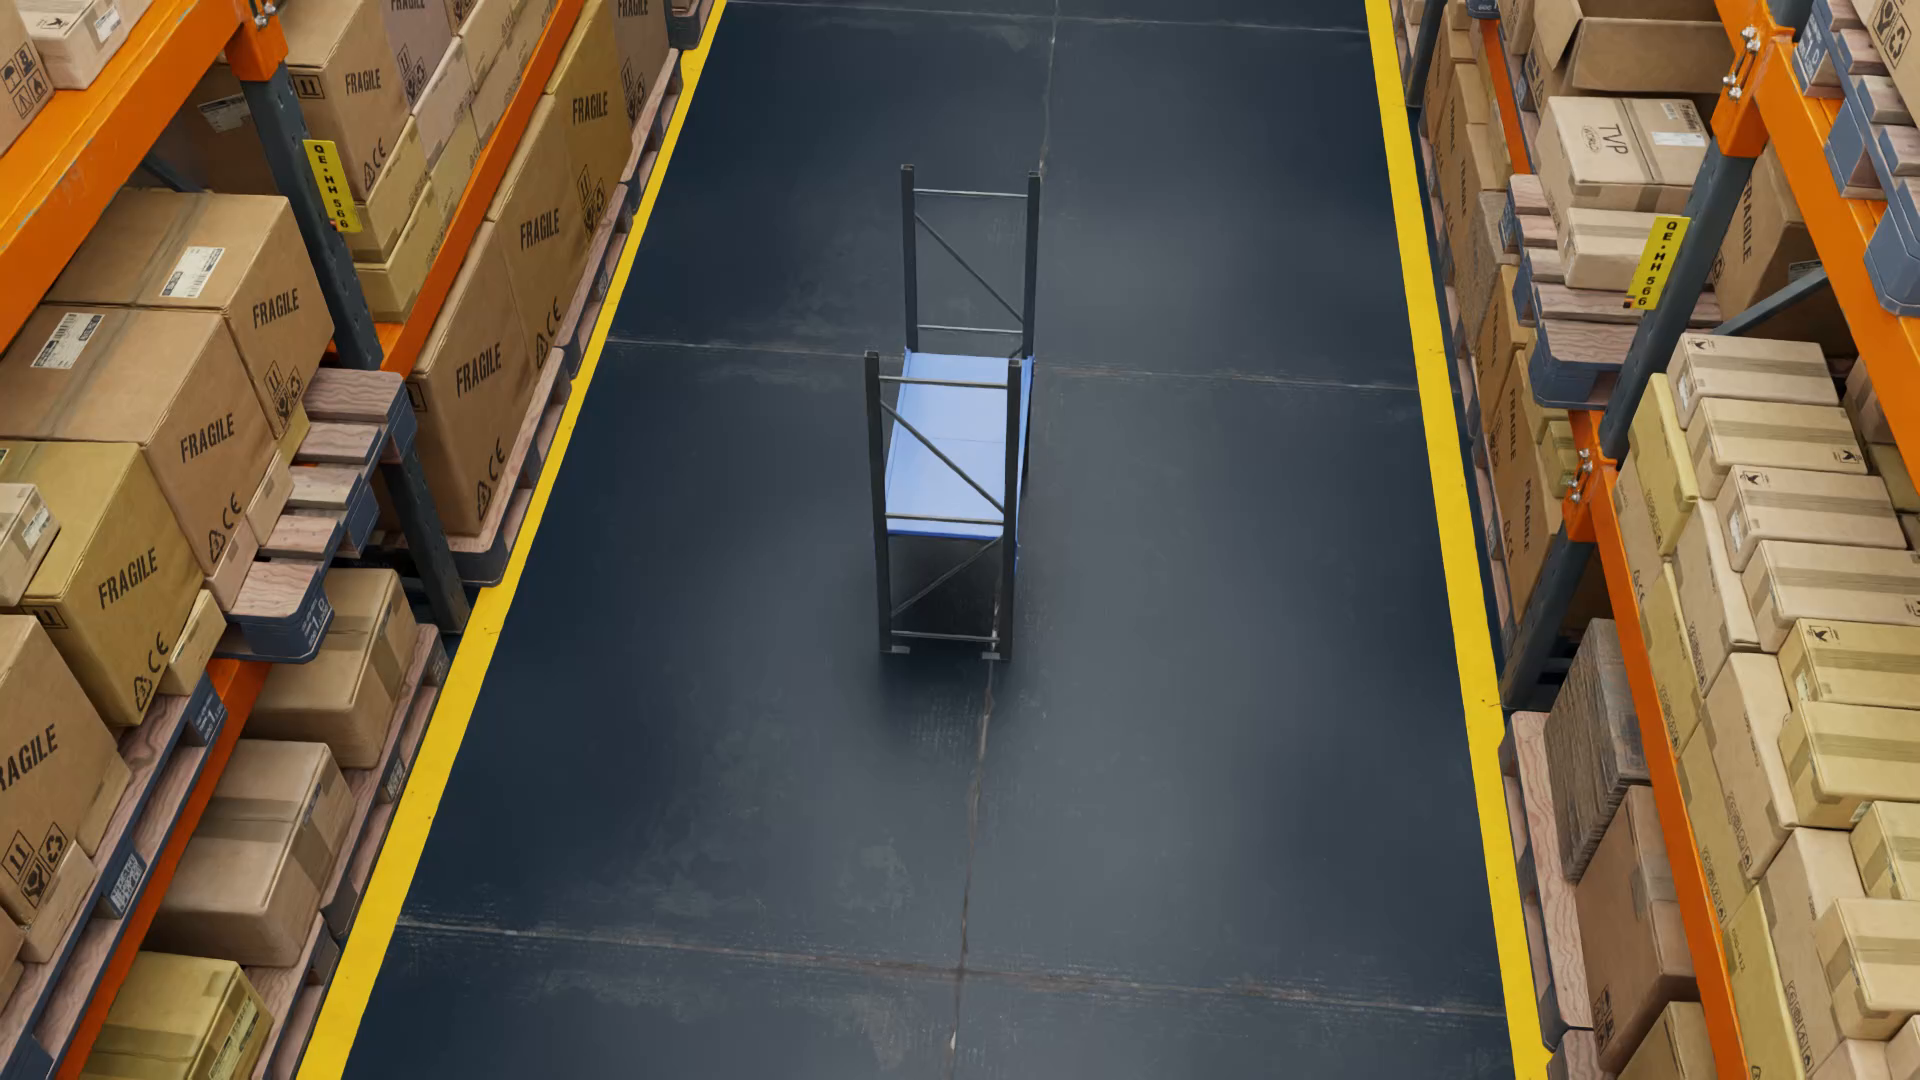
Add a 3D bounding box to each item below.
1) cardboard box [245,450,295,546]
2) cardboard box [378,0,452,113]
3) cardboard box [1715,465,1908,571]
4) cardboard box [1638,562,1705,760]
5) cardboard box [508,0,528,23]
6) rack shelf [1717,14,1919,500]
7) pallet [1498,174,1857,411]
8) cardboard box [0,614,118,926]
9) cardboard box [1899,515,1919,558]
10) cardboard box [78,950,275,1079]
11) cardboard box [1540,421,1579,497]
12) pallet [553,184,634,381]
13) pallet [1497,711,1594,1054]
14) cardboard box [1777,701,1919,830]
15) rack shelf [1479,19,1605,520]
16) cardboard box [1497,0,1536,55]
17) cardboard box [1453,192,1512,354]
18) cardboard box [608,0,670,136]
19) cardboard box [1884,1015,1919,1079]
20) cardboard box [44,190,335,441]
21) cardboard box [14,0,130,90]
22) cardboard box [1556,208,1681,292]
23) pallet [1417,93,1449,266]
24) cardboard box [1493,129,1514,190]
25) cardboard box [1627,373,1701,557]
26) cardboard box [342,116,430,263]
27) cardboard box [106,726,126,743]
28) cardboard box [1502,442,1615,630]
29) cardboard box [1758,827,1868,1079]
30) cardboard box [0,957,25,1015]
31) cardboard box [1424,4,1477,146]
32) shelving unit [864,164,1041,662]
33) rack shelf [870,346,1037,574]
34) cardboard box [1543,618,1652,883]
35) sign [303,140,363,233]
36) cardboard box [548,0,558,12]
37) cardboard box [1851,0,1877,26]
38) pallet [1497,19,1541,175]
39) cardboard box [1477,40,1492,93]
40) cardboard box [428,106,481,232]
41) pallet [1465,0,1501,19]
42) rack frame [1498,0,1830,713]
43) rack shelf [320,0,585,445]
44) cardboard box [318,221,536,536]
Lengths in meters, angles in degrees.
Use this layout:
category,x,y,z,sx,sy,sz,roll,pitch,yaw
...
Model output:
category,x,y,z,sx,sy,sz,roll,pitch,yaw
cardboard box,-2.146,-0.132,4.750,0.380,0.149,0.250,4,48,3
cardboard box,-2.096,-1.804,5.648,0.500,0.500,0.500,4,48,4
cardboard box,2.180,-0.042,4.275,0.380,0.149,0.250,5,48,5
cardboard box,2.189,0.339,4.535,0.500,0.250,0.500,3,48,3
cardboard box,-1.963,-2.313,6.621,0.500,0.250,0.500,5,48,4
rack shelf,2.341,0.309,2.915,1.077,0.370,4.000,4,48,4
pallet,2.515,-0.829,5.631,1.213,0.211,1.003,4,48,4
cardboard box,-2.317,0.508,3.725,0.500,0.500,0.500,2,48,2
cardboard box,2.714,0.216,4.309,0.500,0.250,0.500,4,48,4
cardboard box,-2.616,1.537,4.833,0.950,0.372,0.625,5,48,5
cardboard box,2.316,-0.288,5.976,0.380,0.149,0.250,2,48,2
pallet,-2.159,-1.249,7.775,1.003,0.211,1.213,4,48,4
pallet,2.409,1.152,5.579,1.003,0.211,1.213,4,48,4
cardboard box,2.094,0.520,3.760,0.380,0.149,0.250,5,48,4
rack shelf,2.706,-1.618,6.710,1.077,0.370,4.000,4,48,4
cardboard box,2.502,-2.208,6.410,0.700,0.500,0.500,4,48,3
cardboard box,2.478,-1.149,7.203,0.500,0.500,0.500,2,48,2
cardboard box,-2.032,-2.625,8.299,0.875,0.875,0.875,5,48,5
cardboard box,2.056,1.089,3.240,0.380,0.149,0.250,4,48,4
cardboard box,-2.185,-0.645,4.779,0.500,0.500,0.500,3,48,2
cardboard box,-2.254,-1.221,3.997,0.380,0.149,0.250,4,48,4
cardboard box,2.201,-0.956,5.504,0.380,0.149,0.250,5,48,4
pallet,2.851,-1.789,8.269,1.003,0.211,1.213,4,48,4
cardboard box,2.534,-1.638,7.211,0.380,0.149,0.250,5,48,5
cardboard box,2.215,-0.201,4.690,0.500,0.250,0.500,4,48,3
cardboard box,-2.128,-1.196,5.600,0.500,0.250,0.500,4,48,3
cardboard box,-2.337,0.432,4.234,0.380,0.149,0.250,4,48,4
cardboard box,2.348,-0.014,6.166,0.500,0.500,0.500,5,48,5
cardboard box,2.106,0.929,3.656,0.500,0.250,0.500,4,48,4
cardboard box,-2.349,1.011,3.704,0.380,0.149,0.250,4,48,4
cardboard box,2.620,-2.288,8.245,0.500,0.500,0.500,6,48,5
shelving unit,-0.008,-0.443,6.165,0.538,1.500,1.048,4,48,4
rack shelf,-0.008,-0.322,6.298,0.538,0.185,1.000,4,48,4
cardboard box,2.453,0.726,5.404,0.875,0.625,0.625,5,48,5
sign,-1.879,-1.057,4.978,0.100,0.325,0.005,4,48,4
cardboard box,-1.958,-2.520,7.150,0.500,0.250,0.500,3,48,2
cardboard box,2.189,-1.264,3.673,0.380,0.166,0.250,4,48,3
pallet,2.696,-1.756,6.479,1.003,0.211,1.213,4,48,4
cardboard box,2.630,-2.204,7.728,0.380,0.149,0.250,2,48,2
cardboard box,-2.096,-1.393,6.118,0.500,0.250,0.500,3,48,2
pallet,2.706,-2.686,7.330,1.003,0.211,1.213,4,48,4
rack frame,2.523,-0.391,5.101,1.000,3.000,0.127,4,48,4
rack shelf,-2.238,-1.949,7.013,1.077,0.370,4.000,4,48,4
cardboard box,-2.274,-0.649,6.492,0.875,0.875,0.875,3,48,3
